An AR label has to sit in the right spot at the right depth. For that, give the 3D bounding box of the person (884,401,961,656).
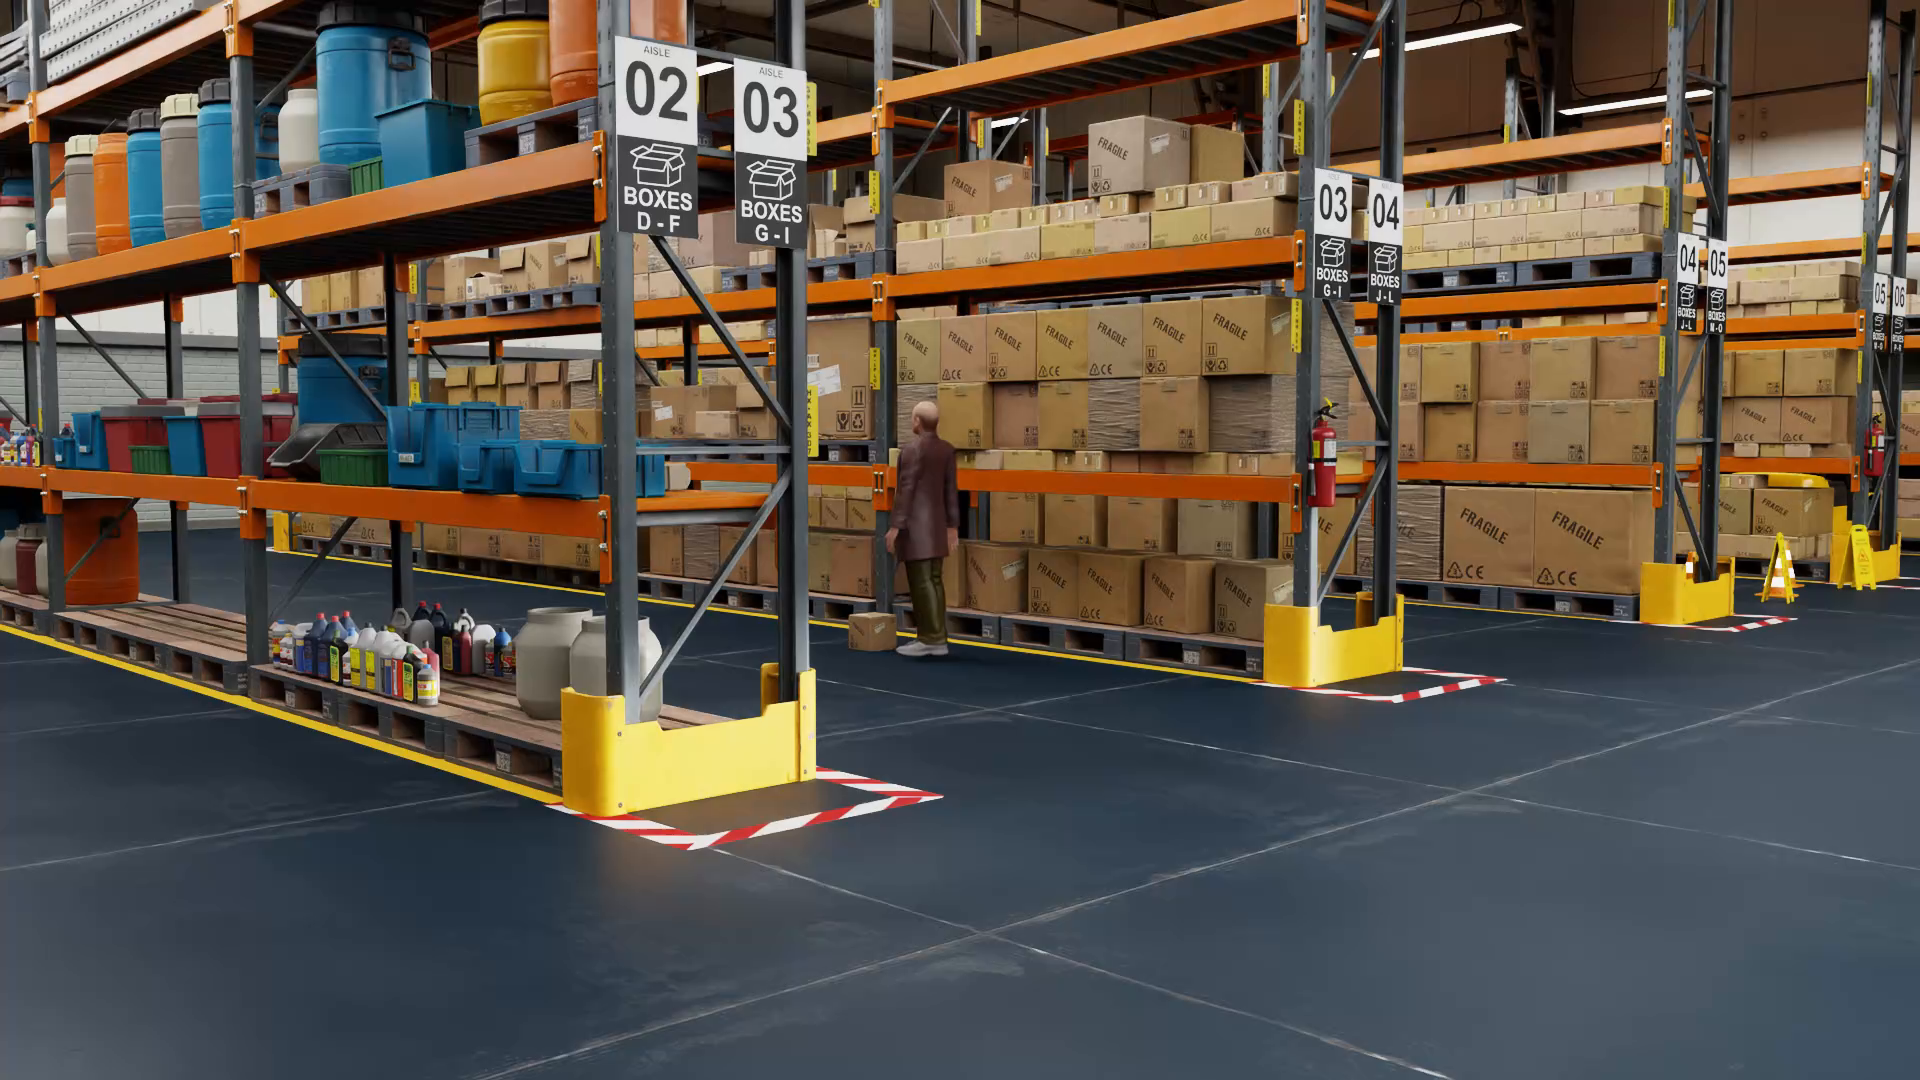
[{"bbox_3d":[-0.267,-0.080,11.669,0.467,1.779,0.649,2,5,32],"label":"person"}]
